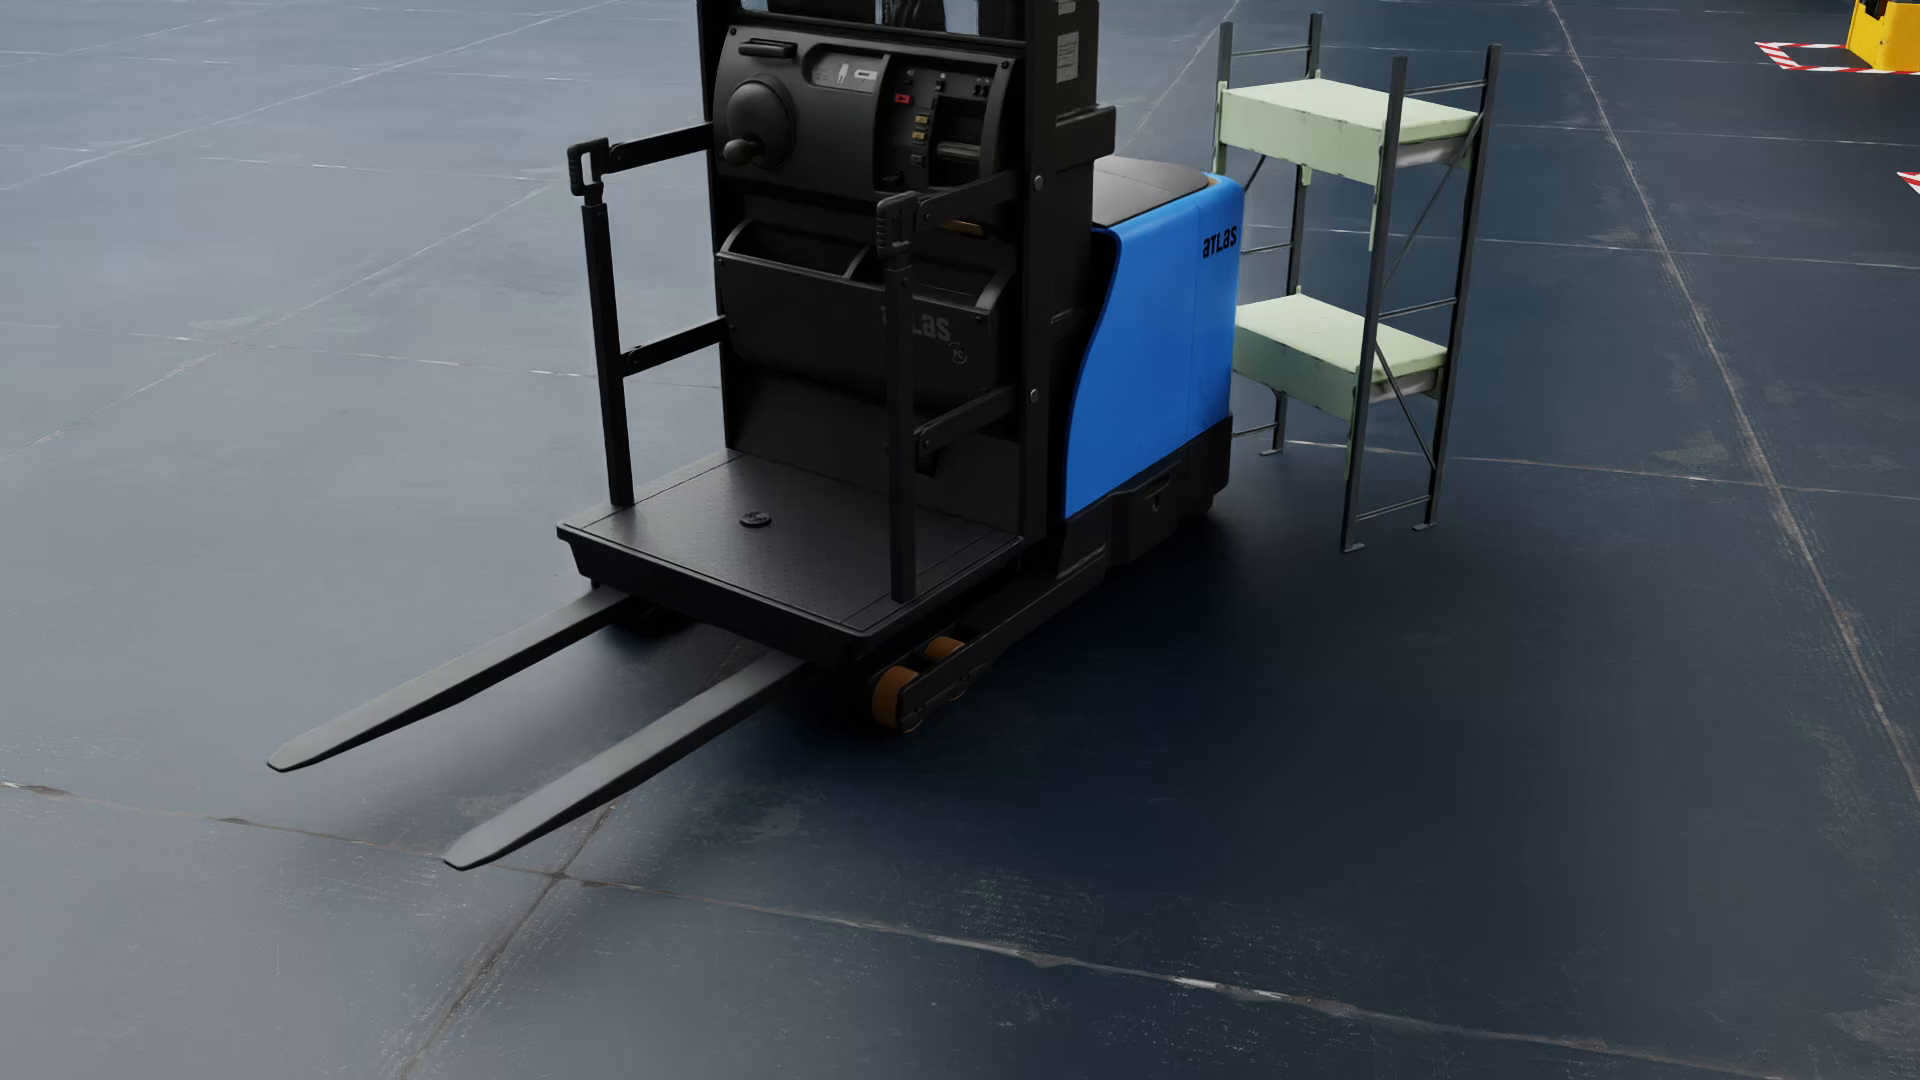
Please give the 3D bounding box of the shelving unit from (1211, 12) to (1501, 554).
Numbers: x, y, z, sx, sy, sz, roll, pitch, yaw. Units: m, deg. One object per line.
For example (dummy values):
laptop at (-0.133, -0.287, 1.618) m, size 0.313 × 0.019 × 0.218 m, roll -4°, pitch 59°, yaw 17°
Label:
shelving unit at (1.165, -0.817, 5.222) m, size 0.431 × 1.500 × 0.755 m, roll -15°, pitch 29°, yaw -28°

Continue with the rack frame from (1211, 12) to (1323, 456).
rack frame at (0.974, -0.951, 5.504) m, size 0.400 × 1.500 × 0.023 m, roll -15°, pitch 29°, yaw -28°

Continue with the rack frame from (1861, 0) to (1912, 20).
rack frame at (7.349, -5.230, 12.745) m, size 0.127 × 3.000 × 1.000 m, roll 6°, pitch 26°, yaw 13°

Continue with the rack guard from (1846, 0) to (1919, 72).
rack guard at (7.423, -4.093, 13.265) m, size 0.348 × 0.500 × 1.175 m, roll 6°, pitch 26°, yaw 13°

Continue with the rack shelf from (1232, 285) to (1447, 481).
rack shelf at (1.165, -0.523, 5.362) m, size 0.431 × 0.370 × 0.720 m, roll -15°, pitch 29°, yaw -28°

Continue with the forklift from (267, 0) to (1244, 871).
forklift at (-0.386, -1.071, 4.089) m, size 1.130 × 2.935 × 3.031 m, roll 17°, pitch 30°, yaw 32°

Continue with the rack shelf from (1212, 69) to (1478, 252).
rack shelf at (1.165, -1.170, 5.054) m, size 0.431 × 0.370 × 0.720 m, roll -15°, pitch 29°, yaw -28°

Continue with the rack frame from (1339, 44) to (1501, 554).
rack frame at (1.356, -0.683, 4.940) m, size 0.400 × 1.500 × 0.023 m, roll -15°, pitch 29°, yaw -28°
